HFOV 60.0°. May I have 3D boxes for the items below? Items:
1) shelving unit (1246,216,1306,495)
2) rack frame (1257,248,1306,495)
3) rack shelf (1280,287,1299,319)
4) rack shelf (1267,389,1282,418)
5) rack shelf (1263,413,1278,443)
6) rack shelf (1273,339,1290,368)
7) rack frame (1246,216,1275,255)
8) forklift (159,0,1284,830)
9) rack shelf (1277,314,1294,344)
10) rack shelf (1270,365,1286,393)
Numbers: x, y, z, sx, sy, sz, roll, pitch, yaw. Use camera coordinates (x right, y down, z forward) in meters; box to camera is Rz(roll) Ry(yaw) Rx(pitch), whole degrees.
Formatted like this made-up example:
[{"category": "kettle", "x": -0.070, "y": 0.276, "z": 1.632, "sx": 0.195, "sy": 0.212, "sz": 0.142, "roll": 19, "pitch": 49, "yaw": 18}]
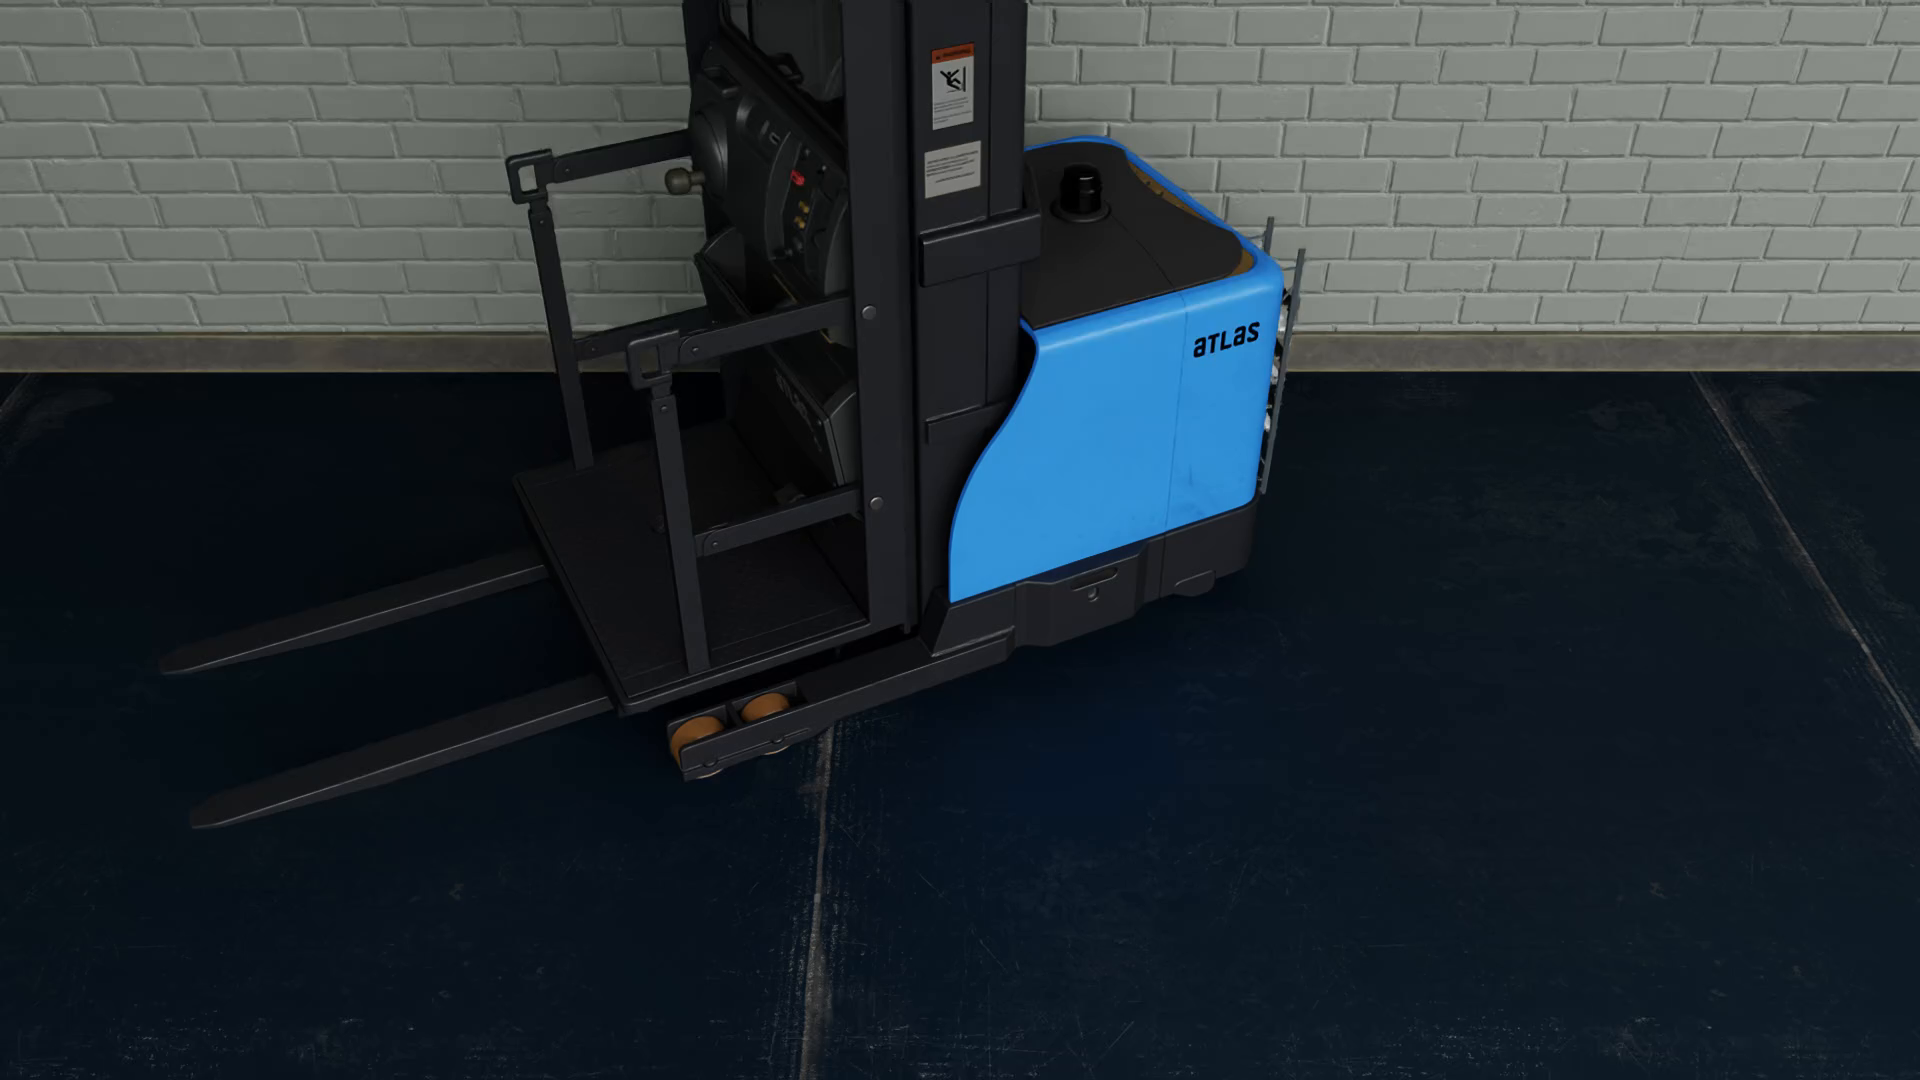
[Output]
[{"category": "shelving unit", "x": 0.861, "y": -0.544, "z": 5.205, "sx": 0.258, "sy": 0.900, "sz": 0.210, "roll": -11, "pitch": 40, "yaw": -14}, {"category": "rack frame", "x": 0.892, "y": -0.483, "z": 5.130, "sx": 0.240, "sy": 0.900, "sz": 0.006, "roll": -11, "pitch": 40, "yaw": -14}, {"category": "rack shelf", "x": 0.865, "y": -0.729, "z": 5.057, "sx": 0.258, "sy": 0.077, "sz": 0.200, "roll": -11, "pitch": 40, "yaw": -14}, {"category": "rack shelf", "x": 0.859, "y": -0.448, "z": 5.282, "sx": 0.258, "sy": 0.077, "sz": 0.200, "roll": -11, "pitch": 40, "yaw": -14}, {"category": "rack shelf", "x": 0.858, "y": -0.377, "z": 5.338, "sx": 0.258, "sy": 0.077, "sz": 0.200, "roll": -11, "pitch": 40, "yaw": -14}, {"category": "rack shelf", "x": 0.862, "y": -0.588, "z": 5.170, "sx": 0.258, "sy": 0.077, "sz": 0.200, "roll": -11, "pitch": 40, "yaw": -14}, {"category": "rack frame", "x": 0.830, "y": -0.605, "z": 5.280, "sx": 0.240, "sy": 0.900, "sz": 0.006, "roll": -11, "pitch": 40, "yaw": -14}, {"category": "forklift", "x": -0.661, "y": -0.886, "z": 4.011, "sx": 3.031, "sy": 2.935, "sz": 1.130, "roll": -18, "pitch": 42, "yaw": -21}, {"category": "rack shelf", "x": 0.864, "y": -0.658, "z": 5.113, "sx": 0.258, "sy": 0.077, "sz": 0.200, "roll": -11, "pitch": 40, "yaw": -14}, {"category": "rack shelf", "x": 0.861, "y": -0.518, "z": 5.226, "sx": 0.258, "sy": 0.077, "sz": 0.200, "roll": -11, "pitch": 40, "yaw": -14}]
